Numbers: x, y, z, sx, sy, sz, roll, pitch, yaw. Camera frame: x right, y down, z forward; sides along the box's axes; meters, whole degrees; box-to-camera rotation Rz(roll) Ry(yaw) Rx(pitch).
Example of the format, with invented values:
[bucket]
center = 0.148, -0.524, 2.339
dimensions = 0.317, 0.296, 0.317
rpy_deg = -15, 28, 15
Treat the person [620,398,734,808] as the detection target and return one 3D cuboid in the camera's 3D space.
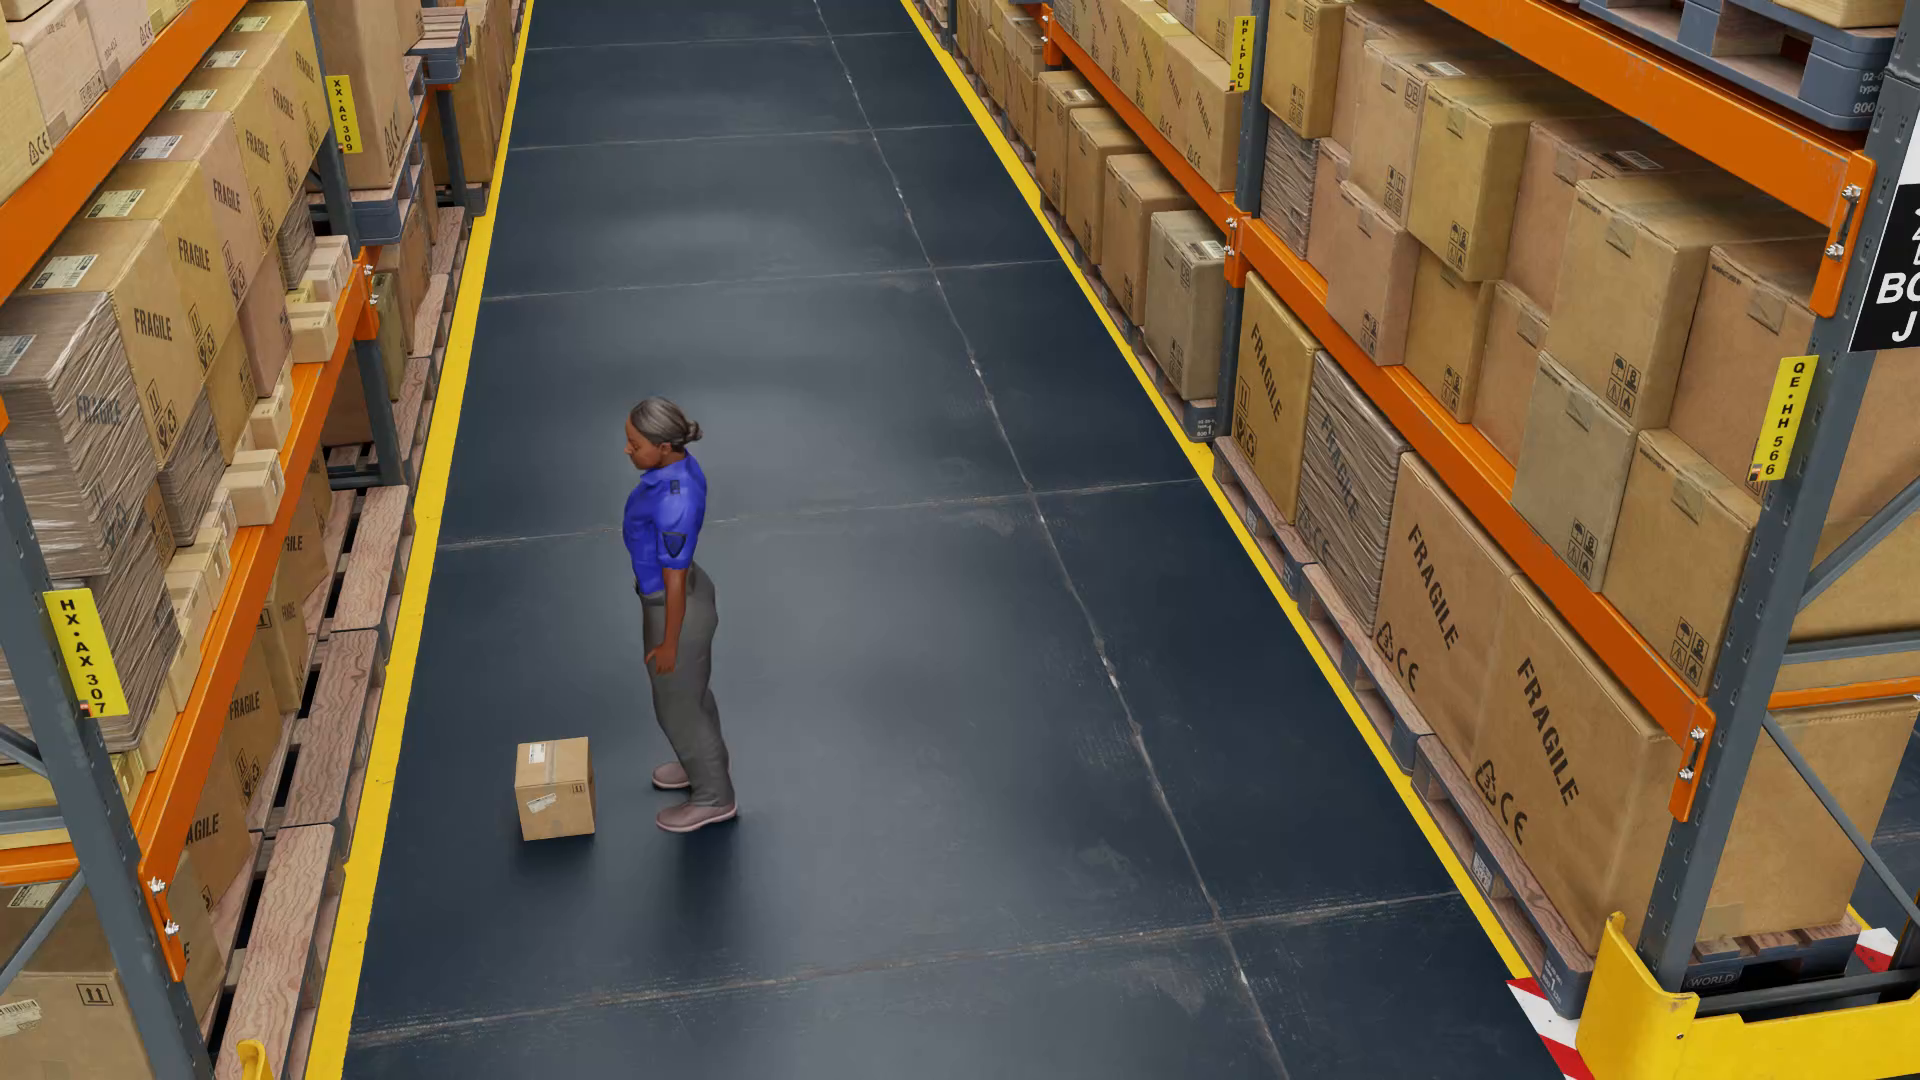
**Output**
[person]
center = -0.970, 0.228, 5.691
dimensions = 0.287, 1.576, 0.439
rpy_deg = -5, 31, -8
